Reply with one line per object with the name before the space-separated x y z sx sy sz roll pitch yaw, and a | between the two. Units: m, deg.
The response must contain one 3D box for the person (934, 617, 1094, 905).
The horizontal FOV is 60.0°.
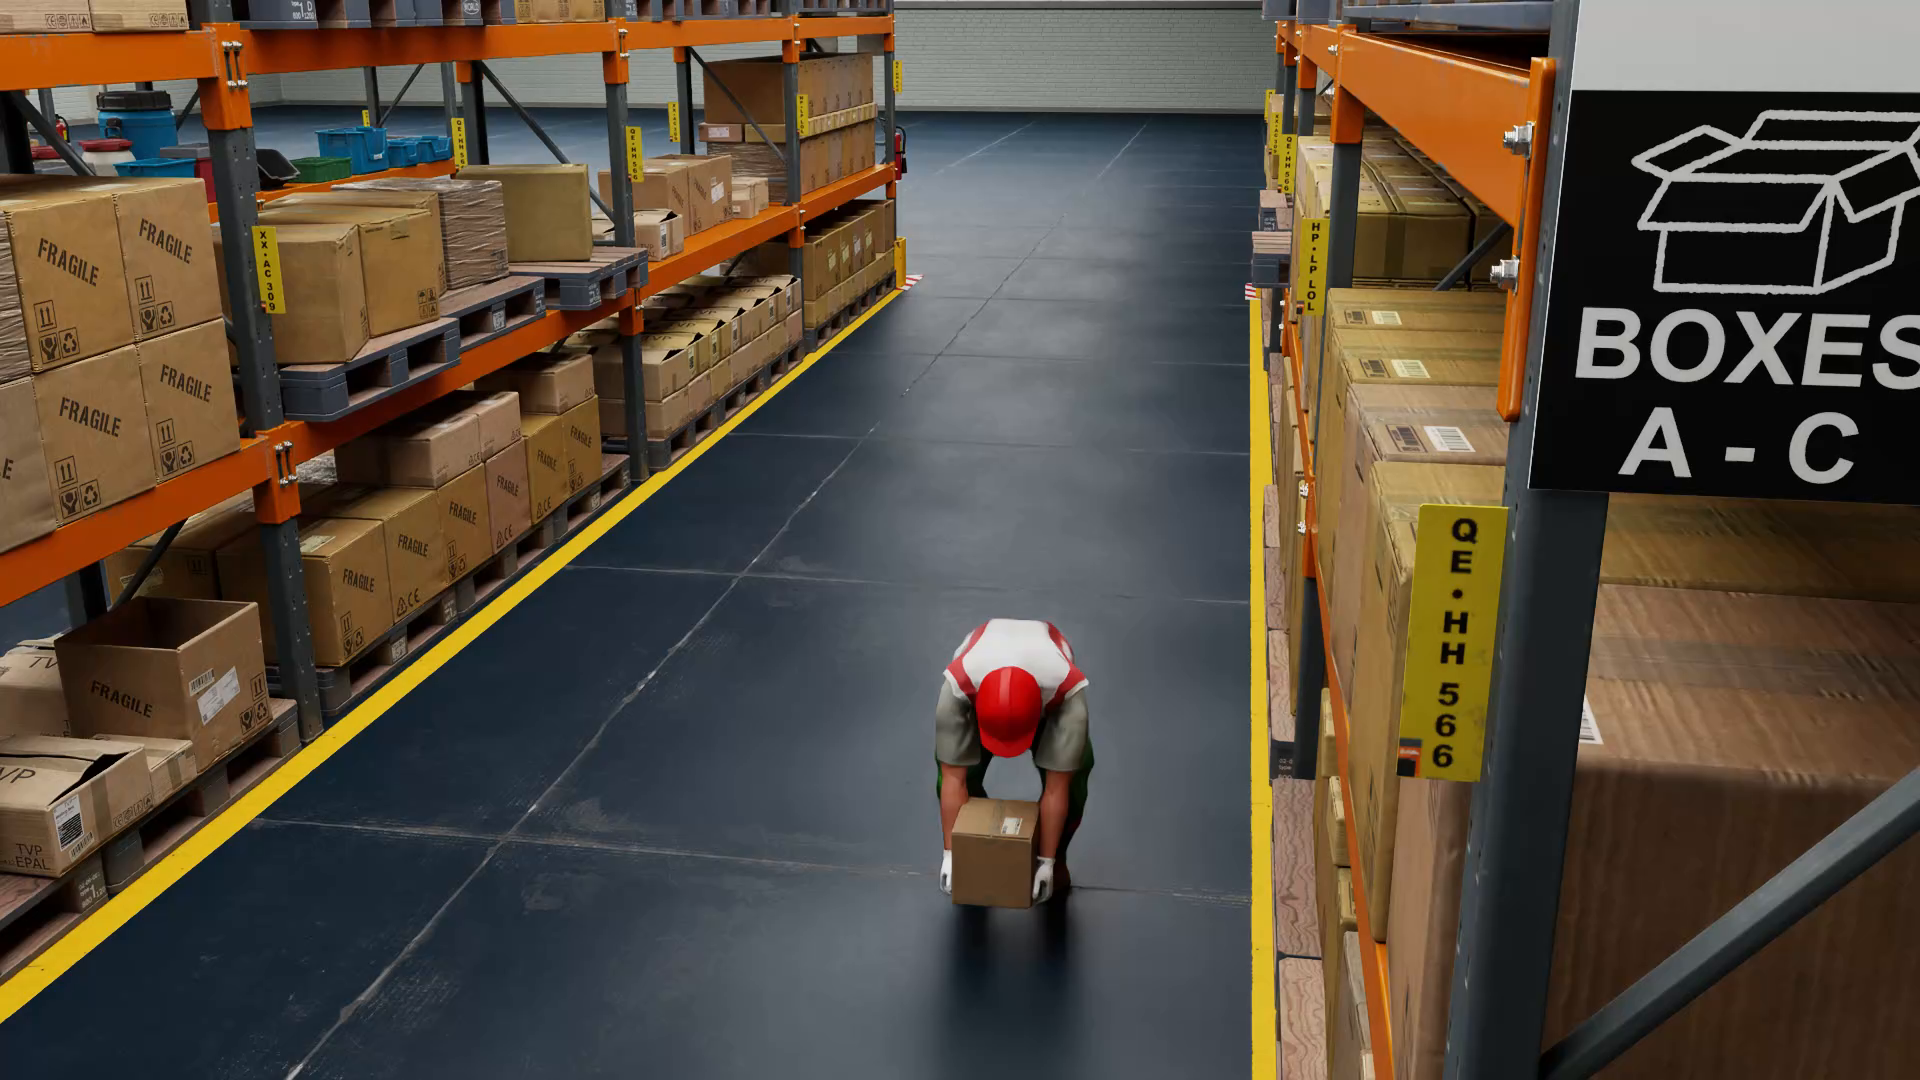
person | 0.173 0.744 5.503 0.535 0.987 0.950 2 18 7
